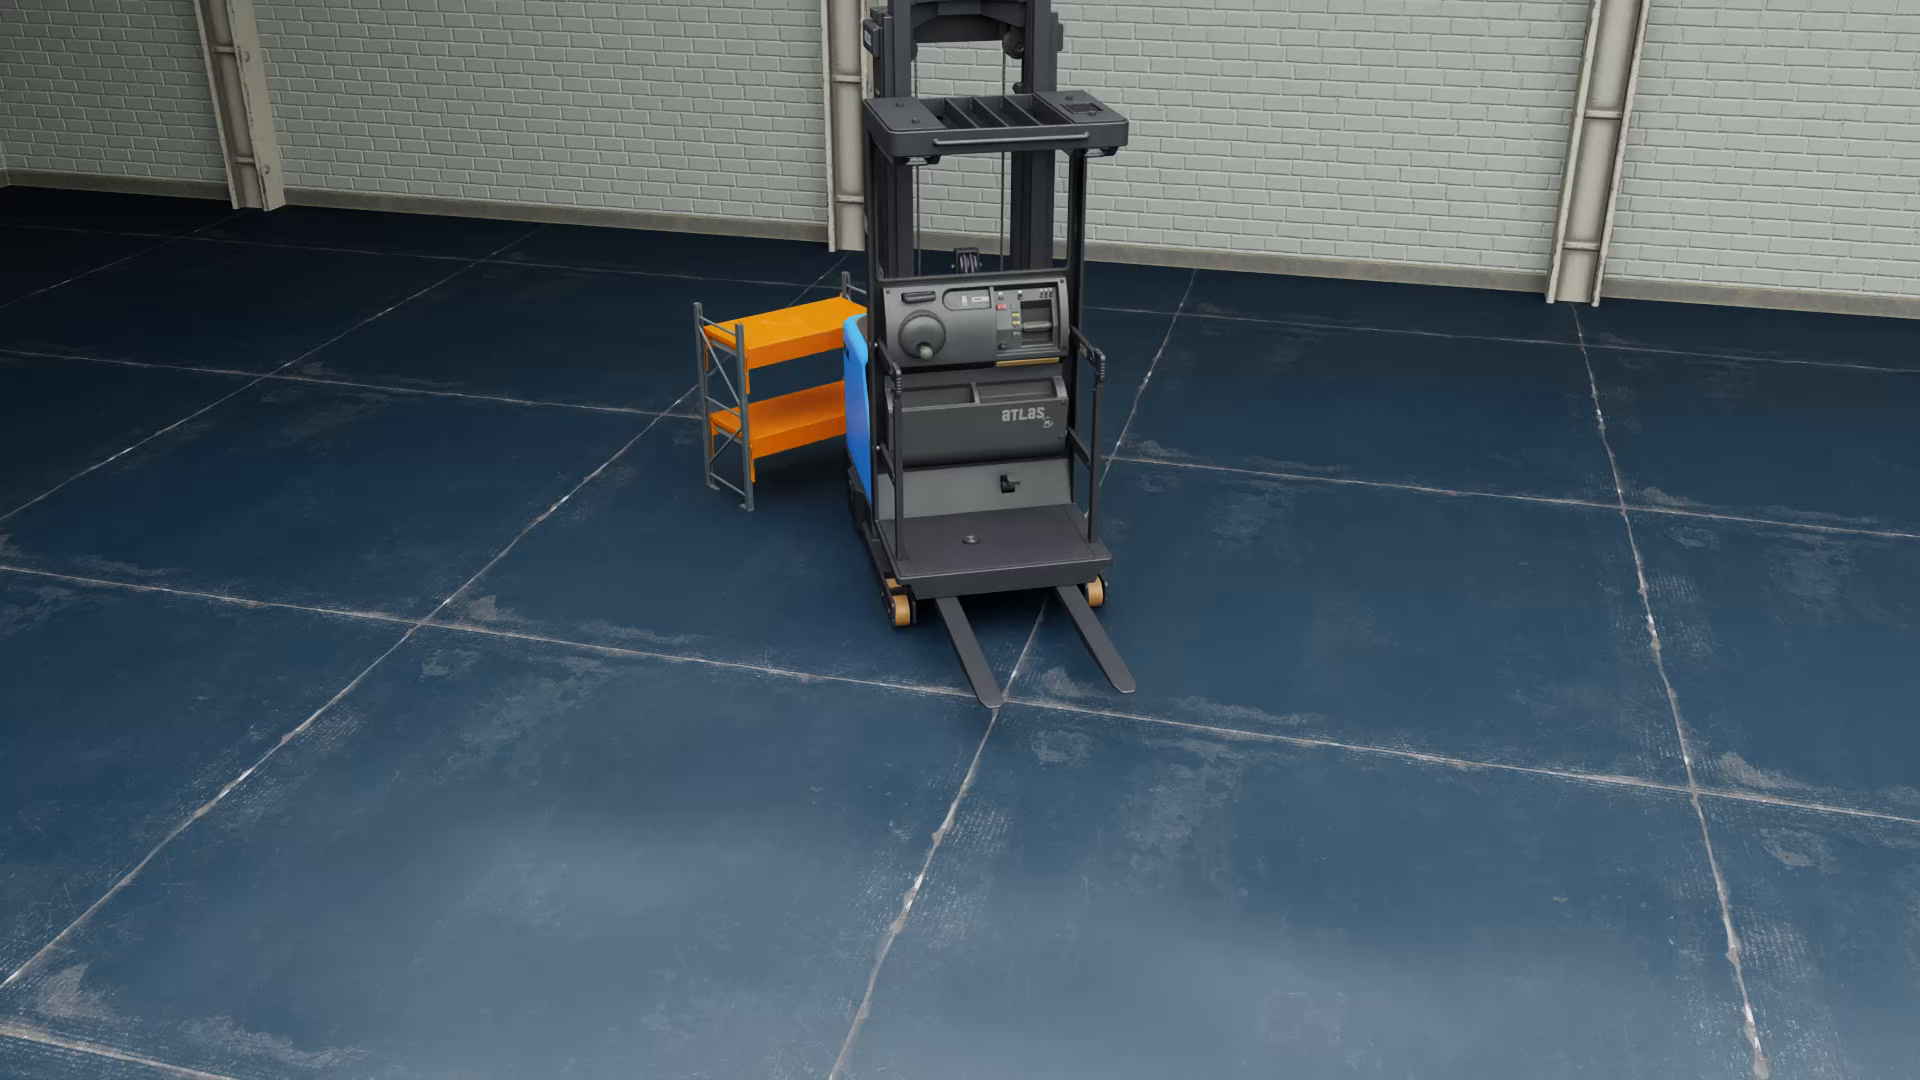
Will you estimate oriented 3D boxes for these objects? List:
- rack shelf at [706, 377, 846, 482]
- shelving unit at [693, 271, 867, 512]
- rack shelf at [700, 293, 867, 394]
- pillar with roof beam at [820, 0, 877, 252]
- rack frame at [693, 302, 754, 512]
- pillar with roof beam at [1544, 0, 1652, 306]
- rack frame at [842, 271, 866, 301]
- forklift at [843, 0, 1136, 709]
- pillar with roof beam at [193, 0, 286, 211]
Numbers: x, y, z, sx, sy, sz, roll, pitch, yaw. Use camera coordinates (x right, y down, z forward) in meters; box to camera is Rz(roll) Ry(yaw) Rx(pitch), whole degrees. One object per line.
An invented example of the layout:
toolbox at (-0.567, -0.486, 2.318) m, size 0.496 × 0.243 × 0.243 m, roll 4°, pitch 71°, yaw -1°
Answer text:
rack shelf at (-0.952, -0.672, 9.923) m, size 1.000 × 0.278 × 0.538 m, roll -18°, pitch 31°, yaw -34°
shelving unit at (-0.952, -0.893, 9.817) m, size 1.048 × 1.125 × 0.538 m, roll -18°, pitch 31°, yaw -34°
rack shelf at (-0.952, -1.157, 9.692) m, size 1.000 × 0.278 × 0.538 m, roll -18°, pitch 31°, yaw -34°
pillar with roof beam at (-1.995, -4.841, 8.950) m, size 0.400 × 9.000 × 9.100 m, roll 6°, pitch 26°, yaw 13°
rack frame at (-1.354, -0.759, 9.536) m, size 0.032 × 1.125 × 0.500 m, roll -18°, pitch 31°, yaw -34°
pillar with roof beam at (3.816, -4.199, 7.601) m, size 0.400 × 9.000 × 9.100 m, roll 6°, pitch 26°, yaw 13°
rack frame at (-0.550, -1.027, 10.099) m, size 0.032 × 1.125 × 0.500 m, roll -18°, pitch 31°, yaw -34°
forklift at (0.130, -1.061, 8.069) m, size 1.130 × 2.935 × 3.031 m, roll -5°, pitch 26°, yaw -11°
pillar with roof beam at (-7.806, -5.484, 10.300) m, size 0.400 × 9.000 × 9.100 m, roll 6°, pitch 26°, yaw 13°
